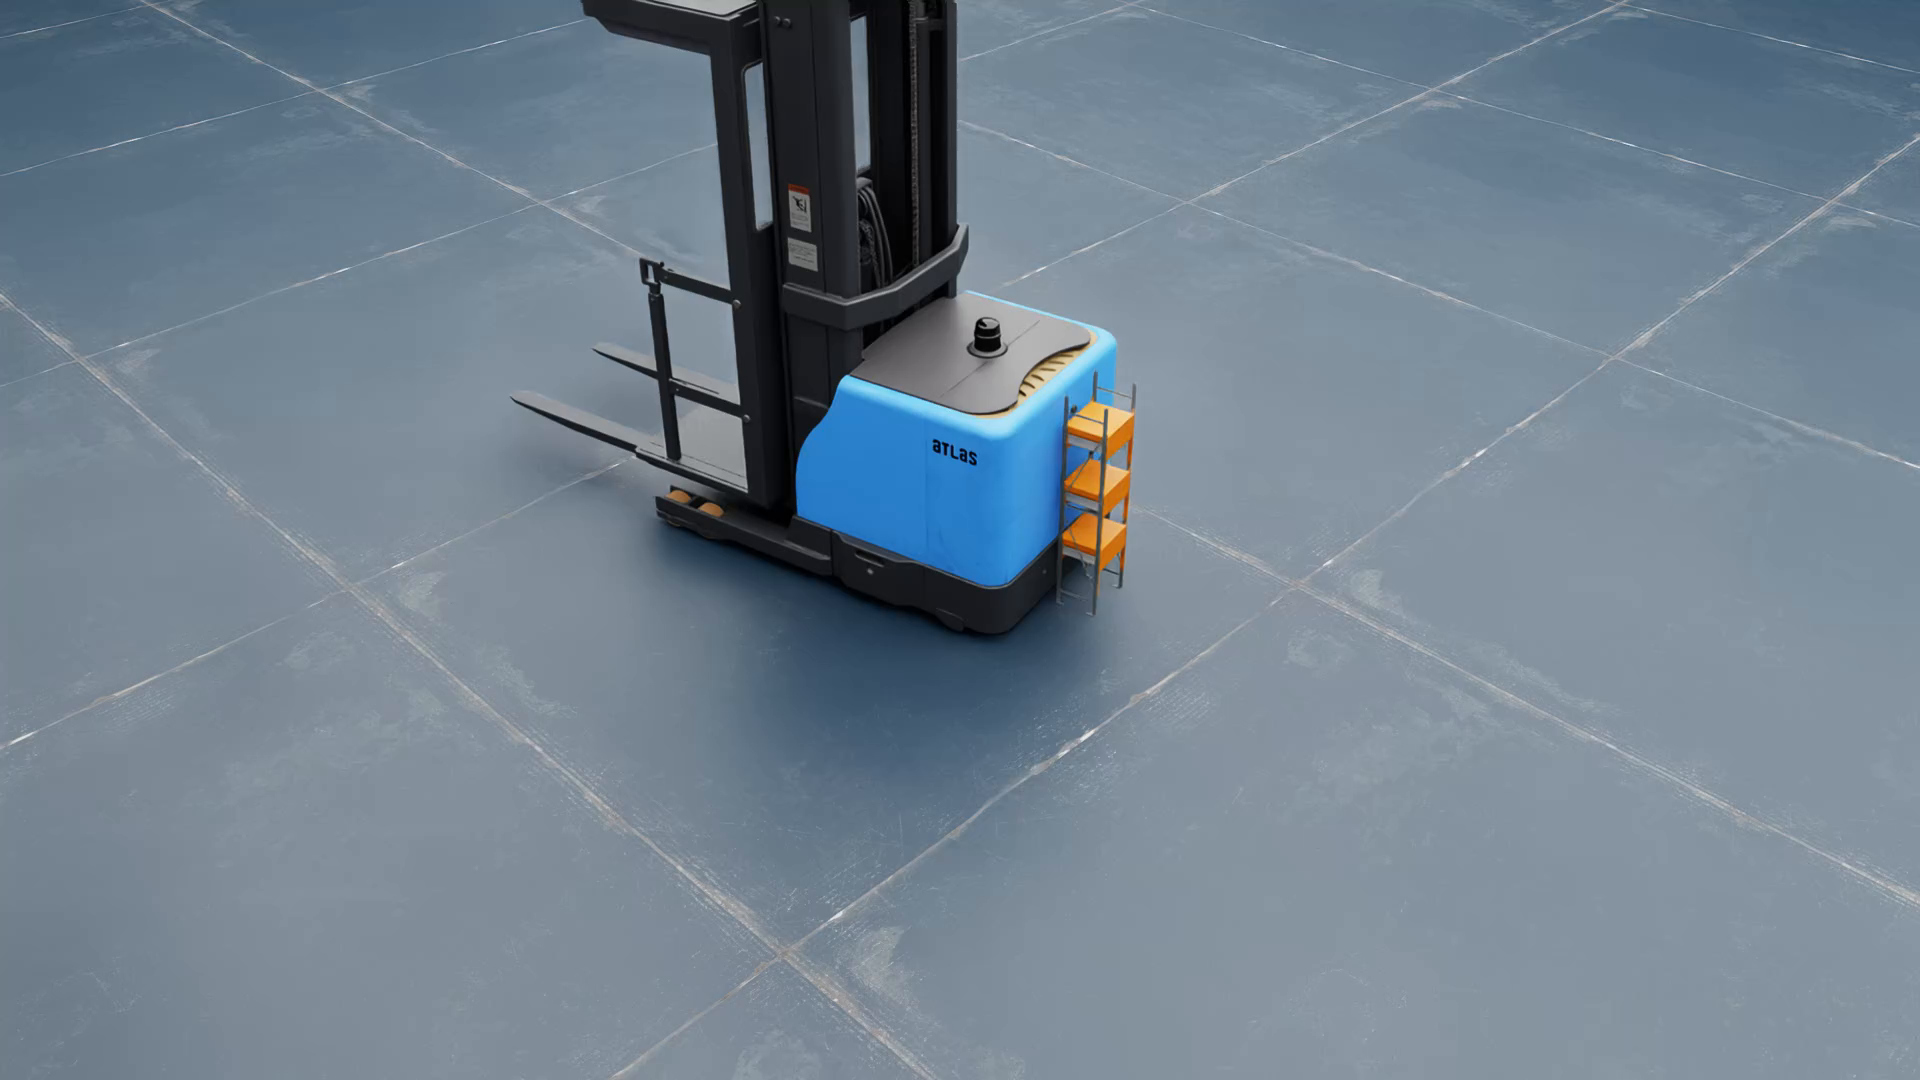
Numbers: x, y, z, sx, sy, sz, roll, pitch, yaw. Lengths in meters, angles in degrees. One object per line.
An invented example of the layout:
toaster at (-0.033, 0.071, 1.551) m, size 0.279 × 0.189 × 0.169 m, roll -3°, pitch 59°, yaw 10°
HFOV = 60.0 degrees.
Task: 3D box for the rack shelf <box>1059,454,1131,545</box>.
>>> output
rack shelf at (0.576, -0.175, 7.101) m, size 0.215 × 0.259 × 0.240 m, roll 20°, pitch 40°, yaw 26°

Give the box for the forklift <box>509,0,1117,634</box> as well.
forklift at (-0.826, -1.441, 7.254) m, size 3.031 × 2.935 × 1.130 m, roll 20°, pitch 40°, yaw 26°

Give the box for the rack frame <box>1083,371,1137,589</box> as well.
rack frame at (0.641, -0.242, 7.179) m, size 0.200 × 1.050 × 0.008 m, roll 20°, pitch 40°, yaw 26°

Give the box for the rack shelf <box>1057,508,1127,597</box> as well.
rack shelf at (0.575, 0.053, 7.260) m, size 0.215 × 0.259 × 0.240 m, roll 20°, pitch 40°, yaw 26°

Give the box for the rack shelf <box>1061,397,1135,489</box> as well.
rack shelf at (0.576, -0.407, 6.939) m, size 0.215 × 0.259 × 0.240 m, roll 20°, pitch 40°, yaw 26°

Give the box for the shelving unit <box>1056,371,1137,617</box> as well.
shelving unit at (0.576, -0.183, 7.095) m, size 0.215 × 1.050 × 0.252 m, roll 20°, pitch 40°, yaw 26°

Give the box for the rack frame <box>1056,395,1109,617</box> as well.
rack frame at (0.510, -0.125, 7.011) m, size 0.200 × 1.050 × 0.008 m, roll 20°, pitch 40°, yaw 26°
